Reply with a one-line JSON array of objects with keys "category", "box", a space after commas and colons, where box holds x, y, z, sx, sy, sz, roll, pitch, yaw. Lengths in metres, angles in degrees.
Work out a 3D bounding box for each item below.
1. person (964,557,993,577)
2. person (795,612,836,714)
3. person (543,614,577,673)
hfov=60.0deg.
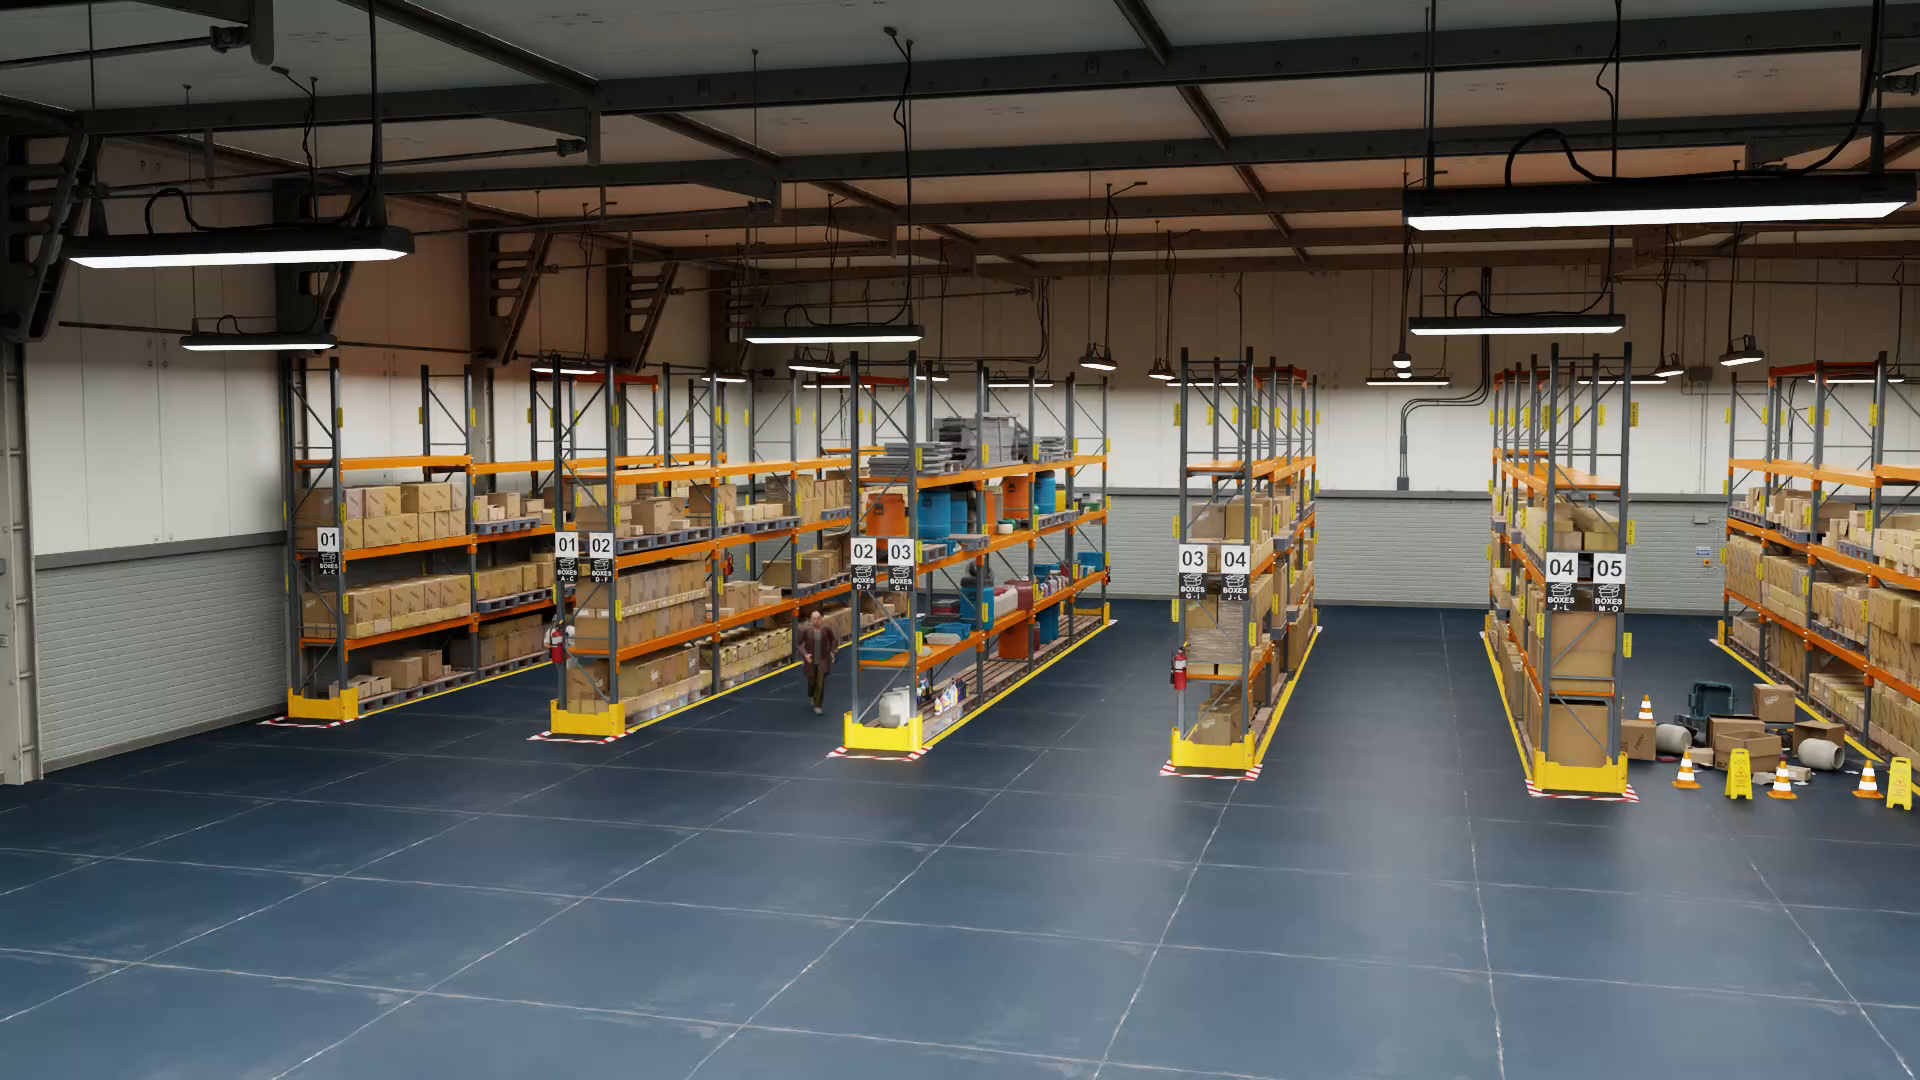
[{"category": "person", "box": [0.424, 1.176, 40.491, 0.617, 1.774, 0.833, 2, 4, 20]}, {"category": "person", "box": [-2.466, 2.061, 28.354, 0.710, 1.732, 0.854, -1, 4, -8]}, {"category": "person", "box": [-6.890, 2.074, 28.951, 0.601, 1.642, 0.948, 1, 4, 10]}]
